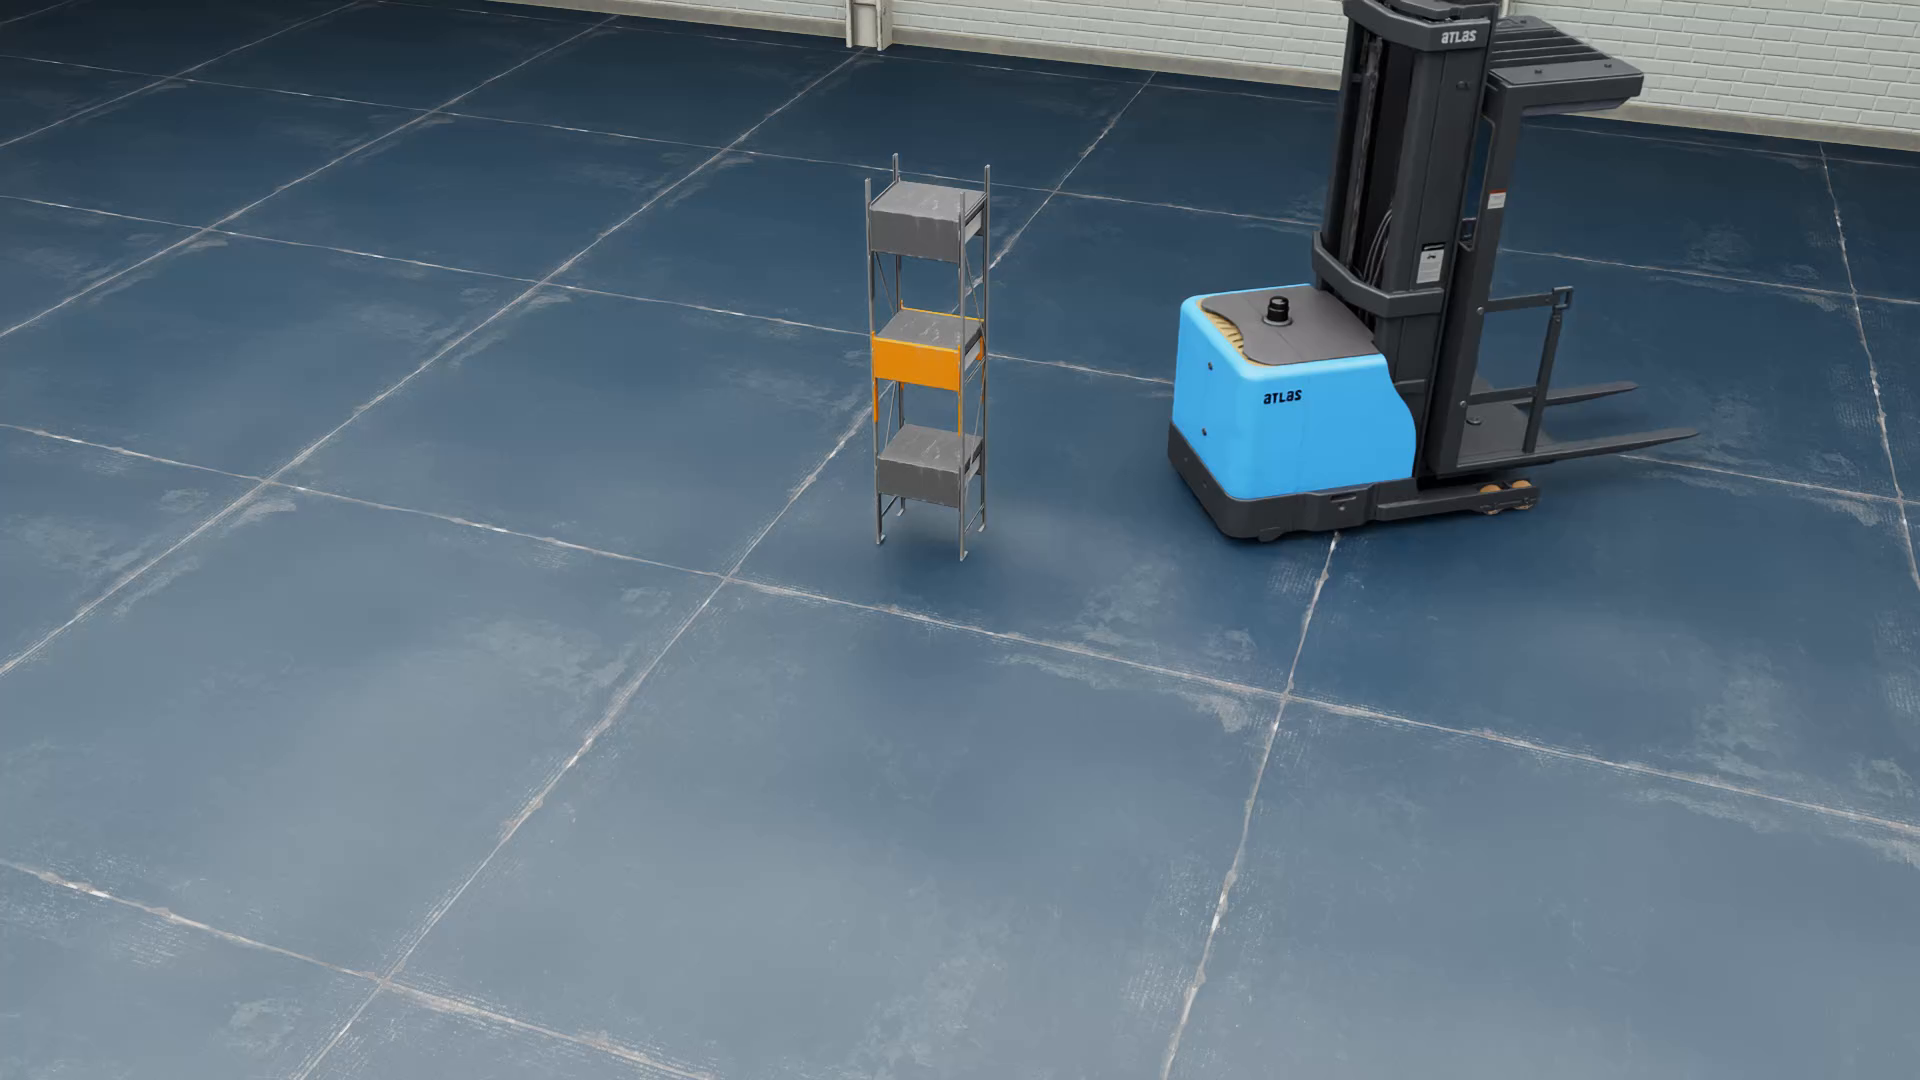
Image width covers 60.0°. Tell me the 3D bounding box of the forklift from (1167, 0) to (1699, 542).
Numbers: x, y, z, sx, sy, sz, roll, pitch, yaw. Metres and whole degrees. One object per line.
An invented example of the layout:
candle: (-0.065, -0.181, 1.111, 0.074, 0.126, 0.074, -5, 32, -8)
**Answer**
forklift: (2.803, -1.646, 9.065, 3.031, 2.935, 1.130, -8, 34, -12)

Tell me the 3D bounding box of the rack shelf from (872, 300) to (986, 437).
rack shelf: (-0.156, -0.901, 8.703, 0.480, 0.518, 0.431, 11, 34, 16)

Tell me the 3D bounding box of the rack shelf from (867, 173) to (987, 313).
rack shelf: (-0.156, -1.489, 8.323, 0.480, 0.518, 0.431, 11, 34, 16)

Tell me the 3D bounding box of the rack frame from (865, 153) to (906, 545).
rack frame: (-0.386, -0.957, 8.765, 0.015, 2.100, 0.400, 11, 34, 16)

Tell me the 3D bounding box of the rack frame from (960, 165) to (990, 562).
rack frame: (0.074, -0.868, 8.626, 0.015, 2.100, 0.400, 11, 34, 16)

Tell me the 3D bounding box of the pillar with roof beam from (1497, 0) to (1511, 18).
pillar with roof beam: (3.267, -5.586, 9.574, 0.400, 9.000, 9.100, 11, 34, 16)

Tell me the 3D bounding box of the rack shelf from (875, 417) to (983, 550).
rack shelf: (-0.156, -0.313, 9.083, 0.480, 0.518, 0.431, 11, 34, 16)

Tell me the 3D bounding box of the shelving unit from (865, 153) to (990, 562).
shelving unit: (-0.156, -0.912, 8.695, 0.503, 2.100, 0.431, 11, 34, 16)

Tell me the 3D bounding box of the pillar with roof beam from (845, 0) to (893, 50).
pillar with roof beam: (-2.381, -6.684, 11.275, 0.400, 9.000, 9.100, 11, 34, 16)
